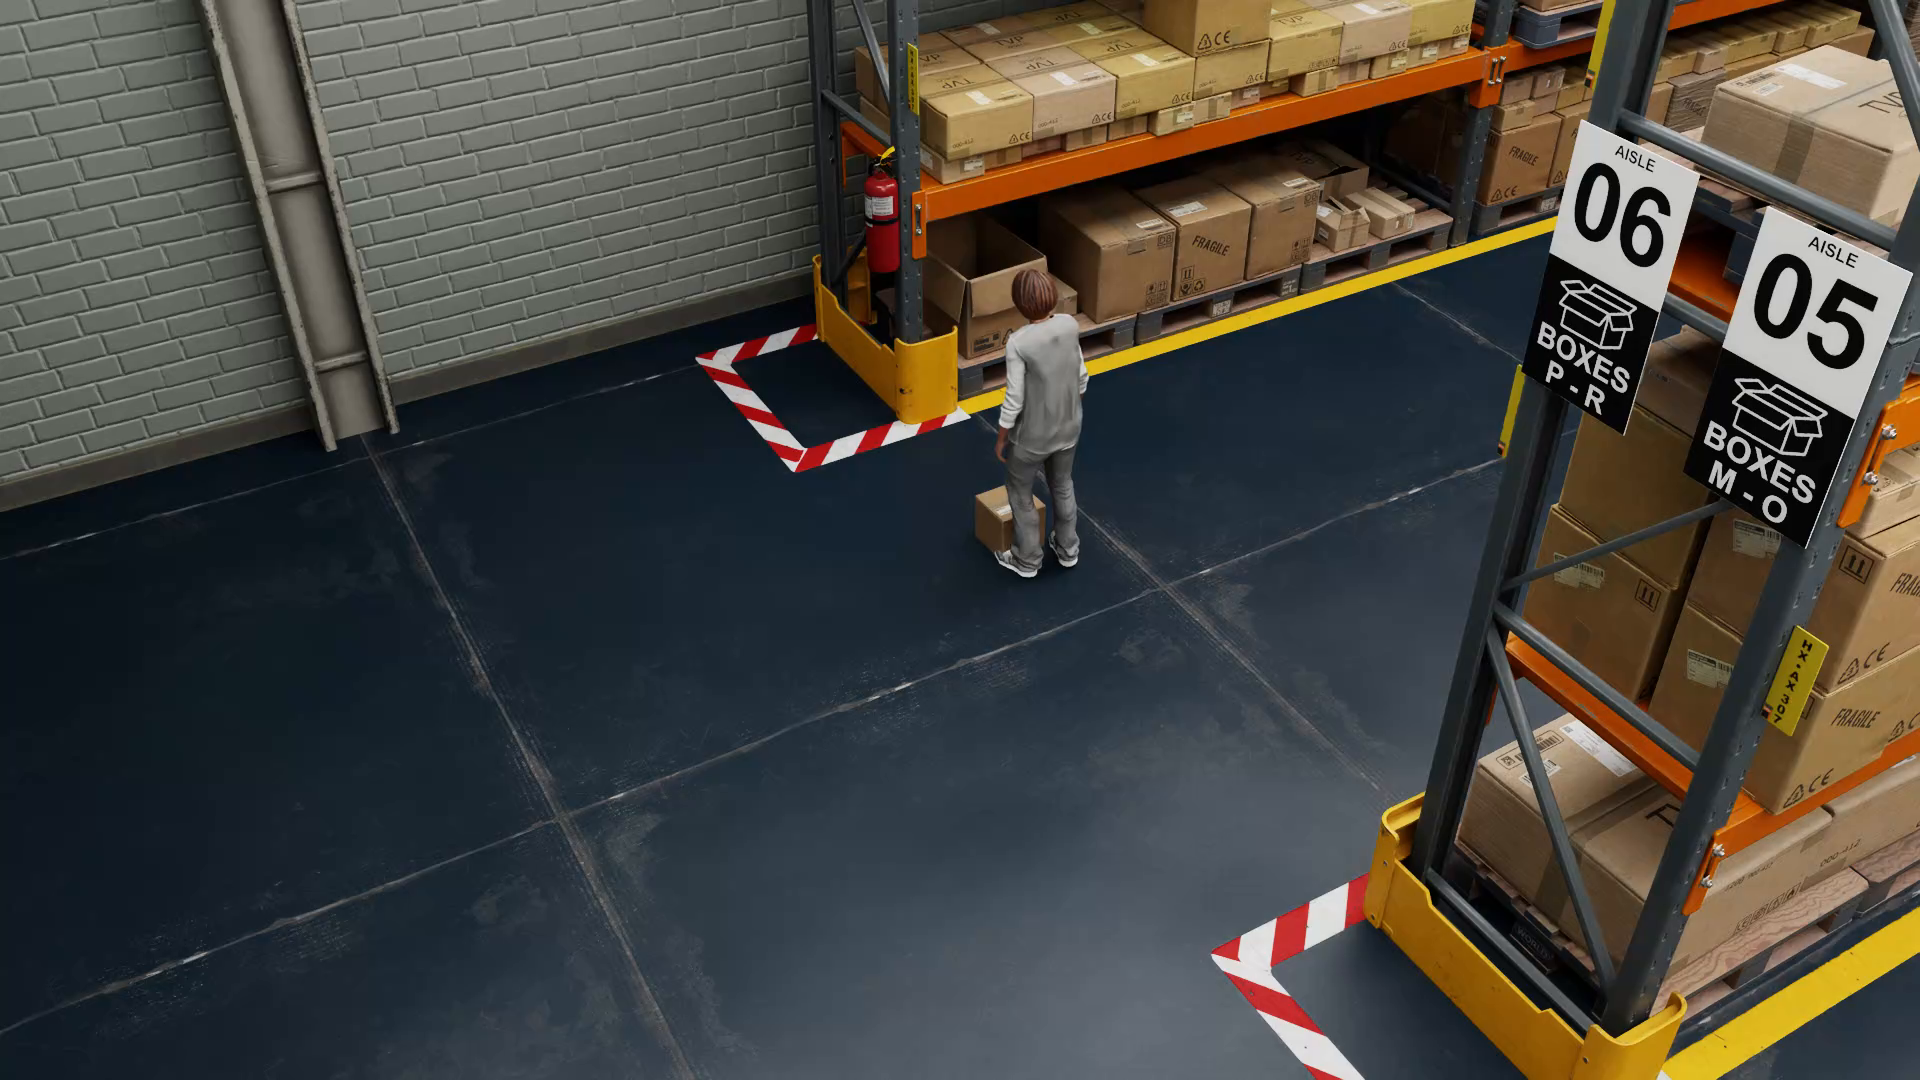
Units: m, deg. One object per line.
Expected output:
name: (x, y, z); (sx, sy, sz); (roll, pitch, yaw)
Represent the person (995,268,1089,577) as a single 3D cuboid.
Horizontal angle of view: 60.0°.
person: (0.365, -0.508, 7.600); (0.485, 1.593, 0.374); (-22, 42, -26)
